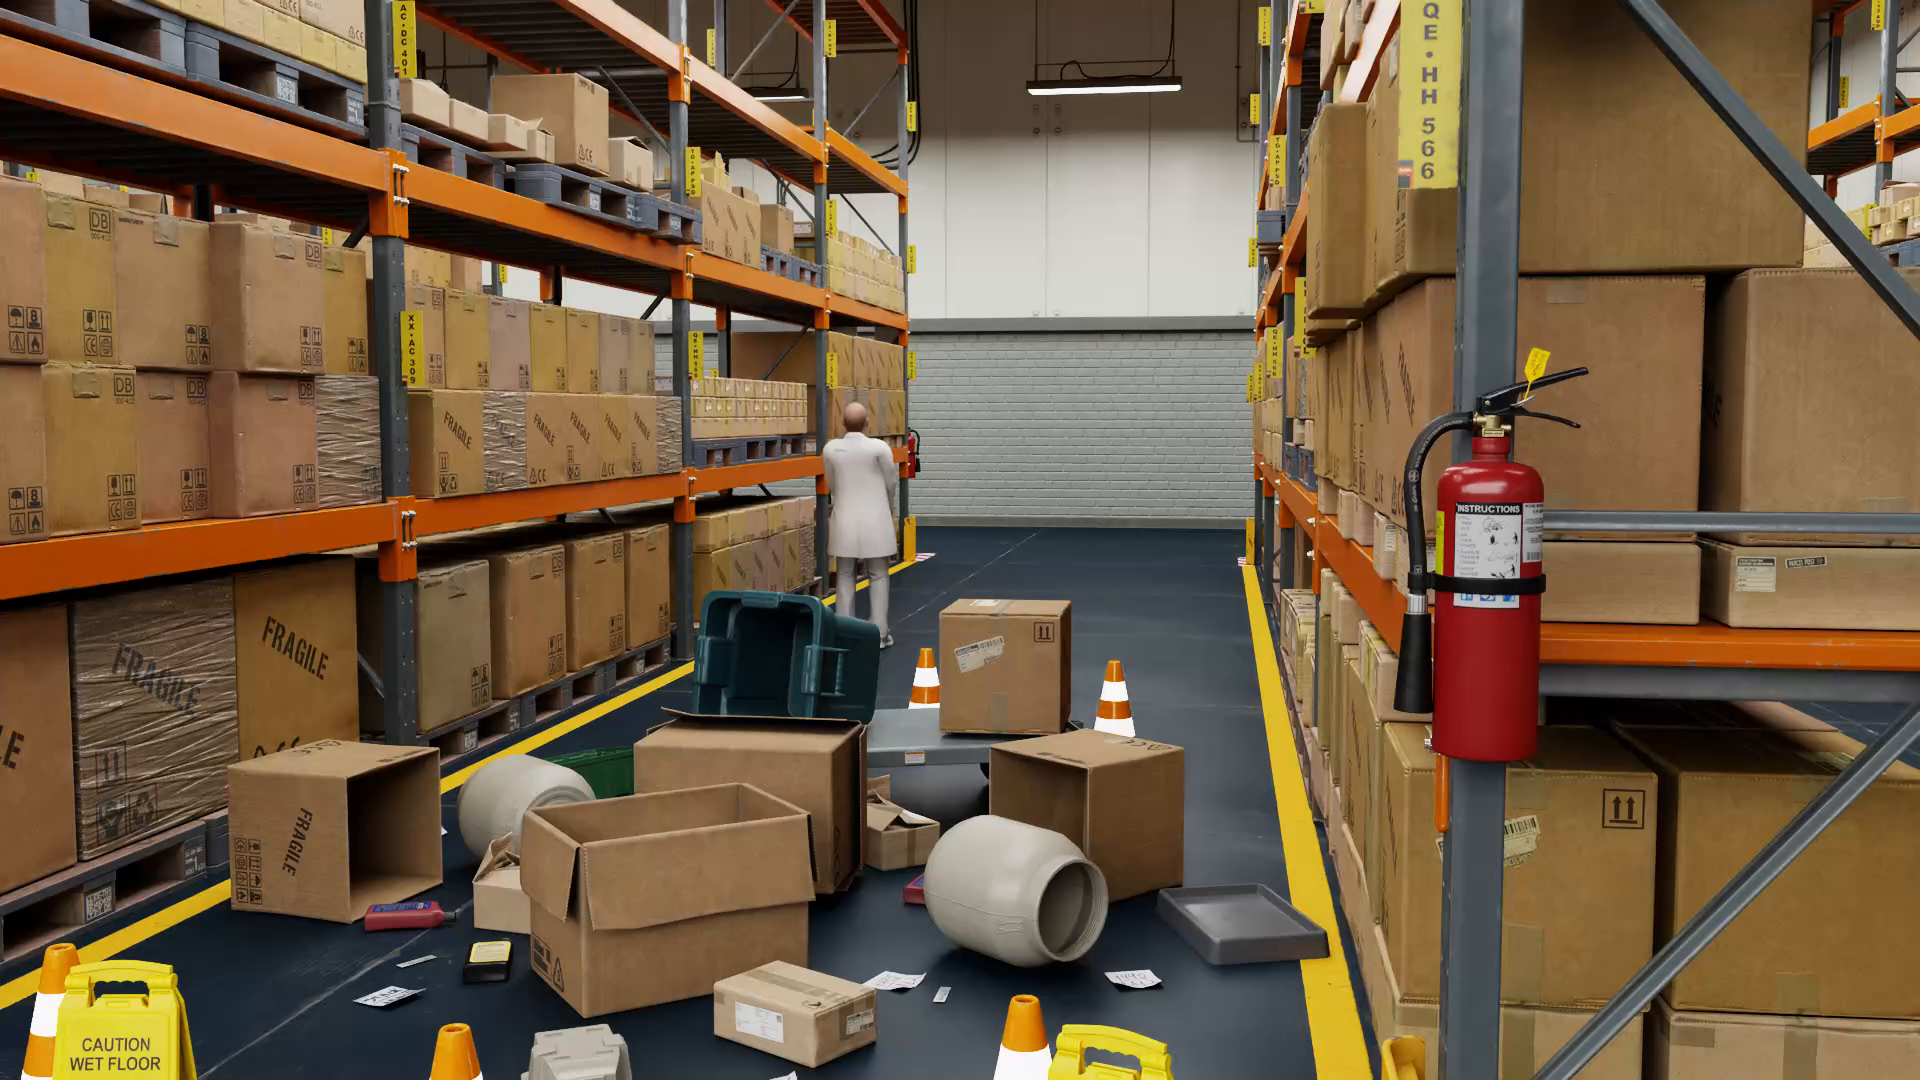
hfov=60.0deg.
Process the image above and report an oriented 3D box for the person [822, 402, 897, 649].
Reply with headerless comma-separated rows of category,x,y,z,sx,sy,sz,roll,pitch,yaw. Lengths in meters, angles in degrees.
person,-0.705,-0.112,12.090,0.531,1.769,0.554,1,4,9
